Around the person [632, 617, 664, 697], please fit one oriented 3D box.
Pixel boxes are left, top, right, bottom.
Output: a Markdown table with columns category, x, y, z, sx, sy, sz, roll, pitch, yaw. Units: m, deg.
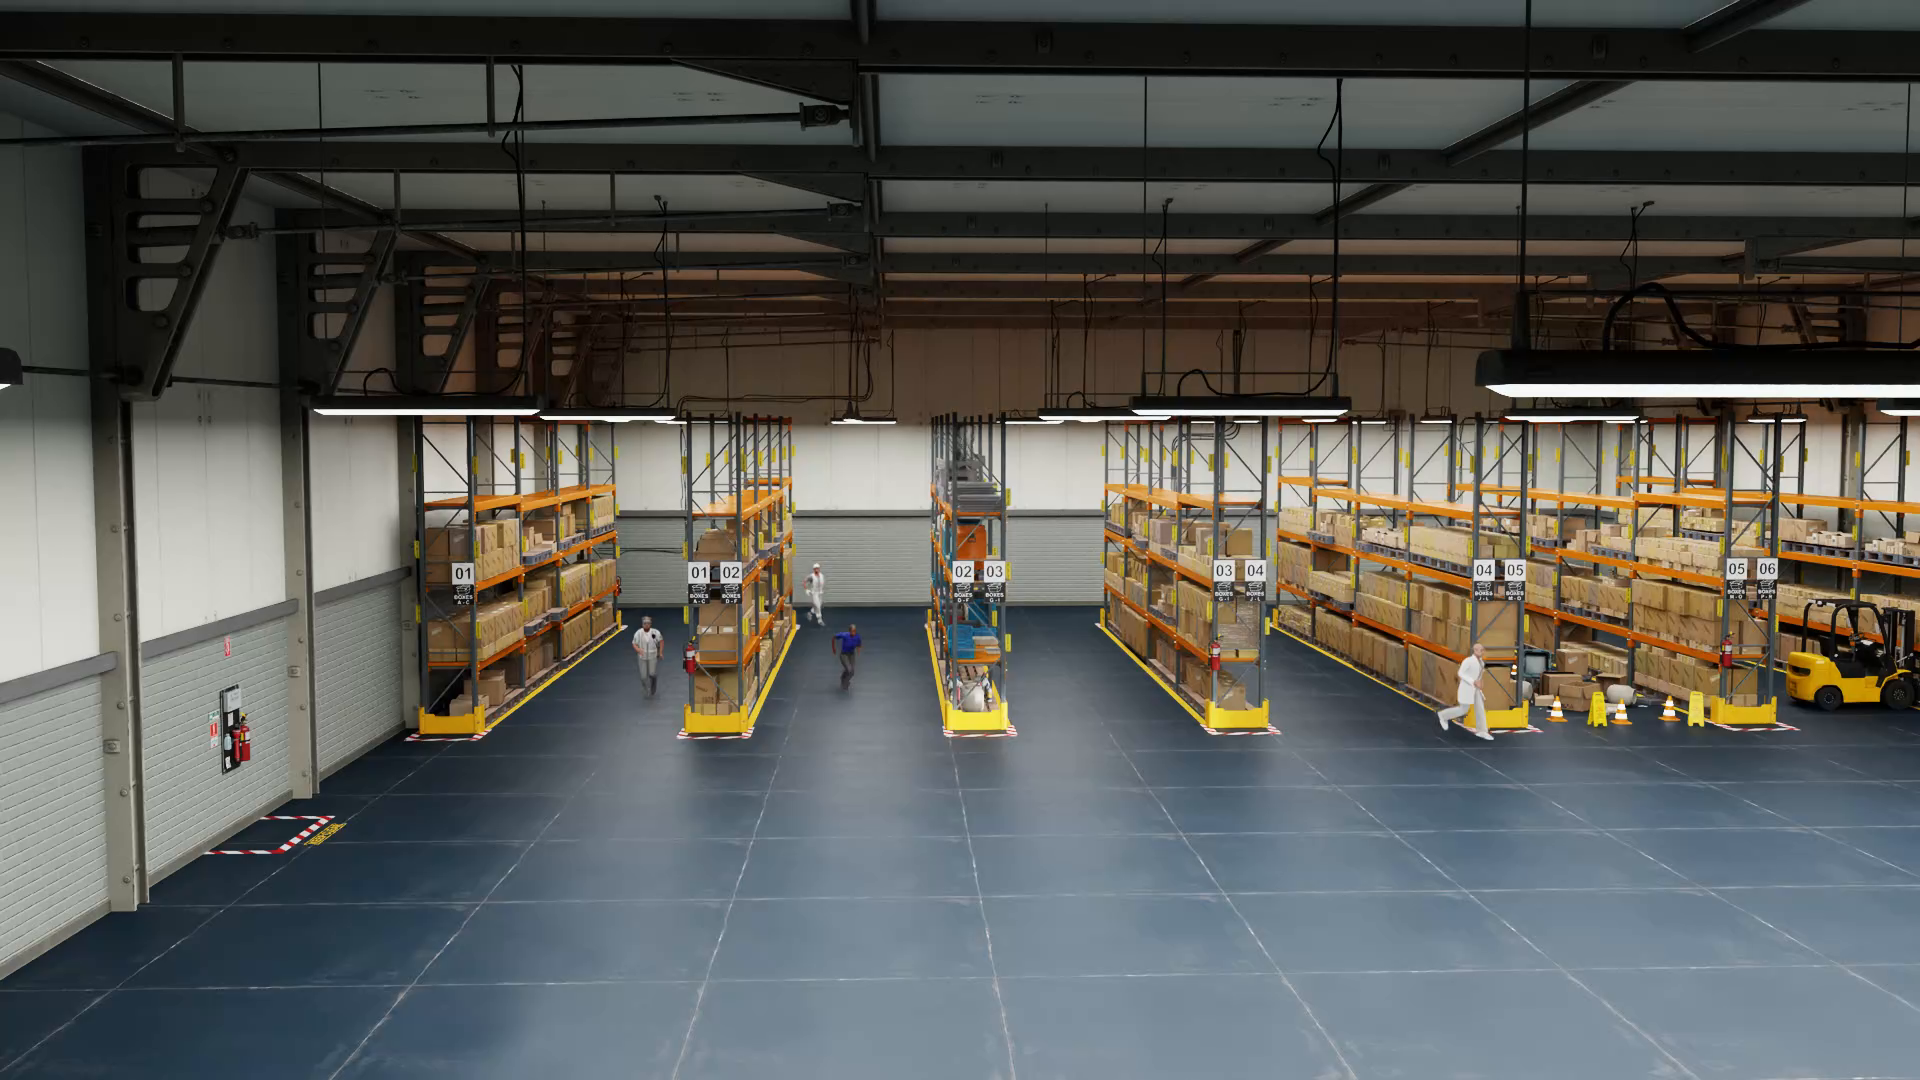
| category | x | y | z | sx | sy | sz | roll | pitch | yaw |
| --- | --- | --- | --- | --- | --- | --- | --- | --- | --- |
| person | -6.578 | 2.468 | 35.059 | 0.646 | 1.729 | 0.671 | -1 | 4 | -8 |

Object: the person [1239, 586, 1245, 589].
| category | x | y | z | sx | sy | sz | roll | pitch | yaw |
| --- | --- | --- | --- | --- | --- | --- | --- | --- | --- |
| person | 8.542 | 1.626 | 49.229 | 0.549 | 1.588 | 0.788 | 3 | 5 | 34 |

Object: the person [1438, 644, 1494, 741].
| category | x | y | z | sx | sy | sz | roll | pitch | yaw |
| --- | --- | --- | --- | --- | --- | --- | --- | --- | --- |
| person | 9.364 | 2.760 | 30.627 | 1.149 | 1.739 | 0.743 | 4 | 5 | 44 |

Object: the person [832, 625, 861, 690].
| category | x | y | z | sx | sy | sz | roll | pitch | yaw |
| --- | --- | --- | --- | --- | --- | --- | --- | --- | --- |
| person | -2.445 | 2.588 | 35.879 | 0.602 | 1.390 | 0.855 | -2 | 4 | -28 |

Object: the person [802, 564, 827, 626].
| category | x | y | z | sx | sy | sz | roll | pitch | yaw |
| --- | --- | --- | --- | --- | --- | --- | --- | --- | --- |
| person | -4.139 | 1.568 | 47.875 | 0.689 | 1.765 | 0.948 | -3 | 5 | -41 |
